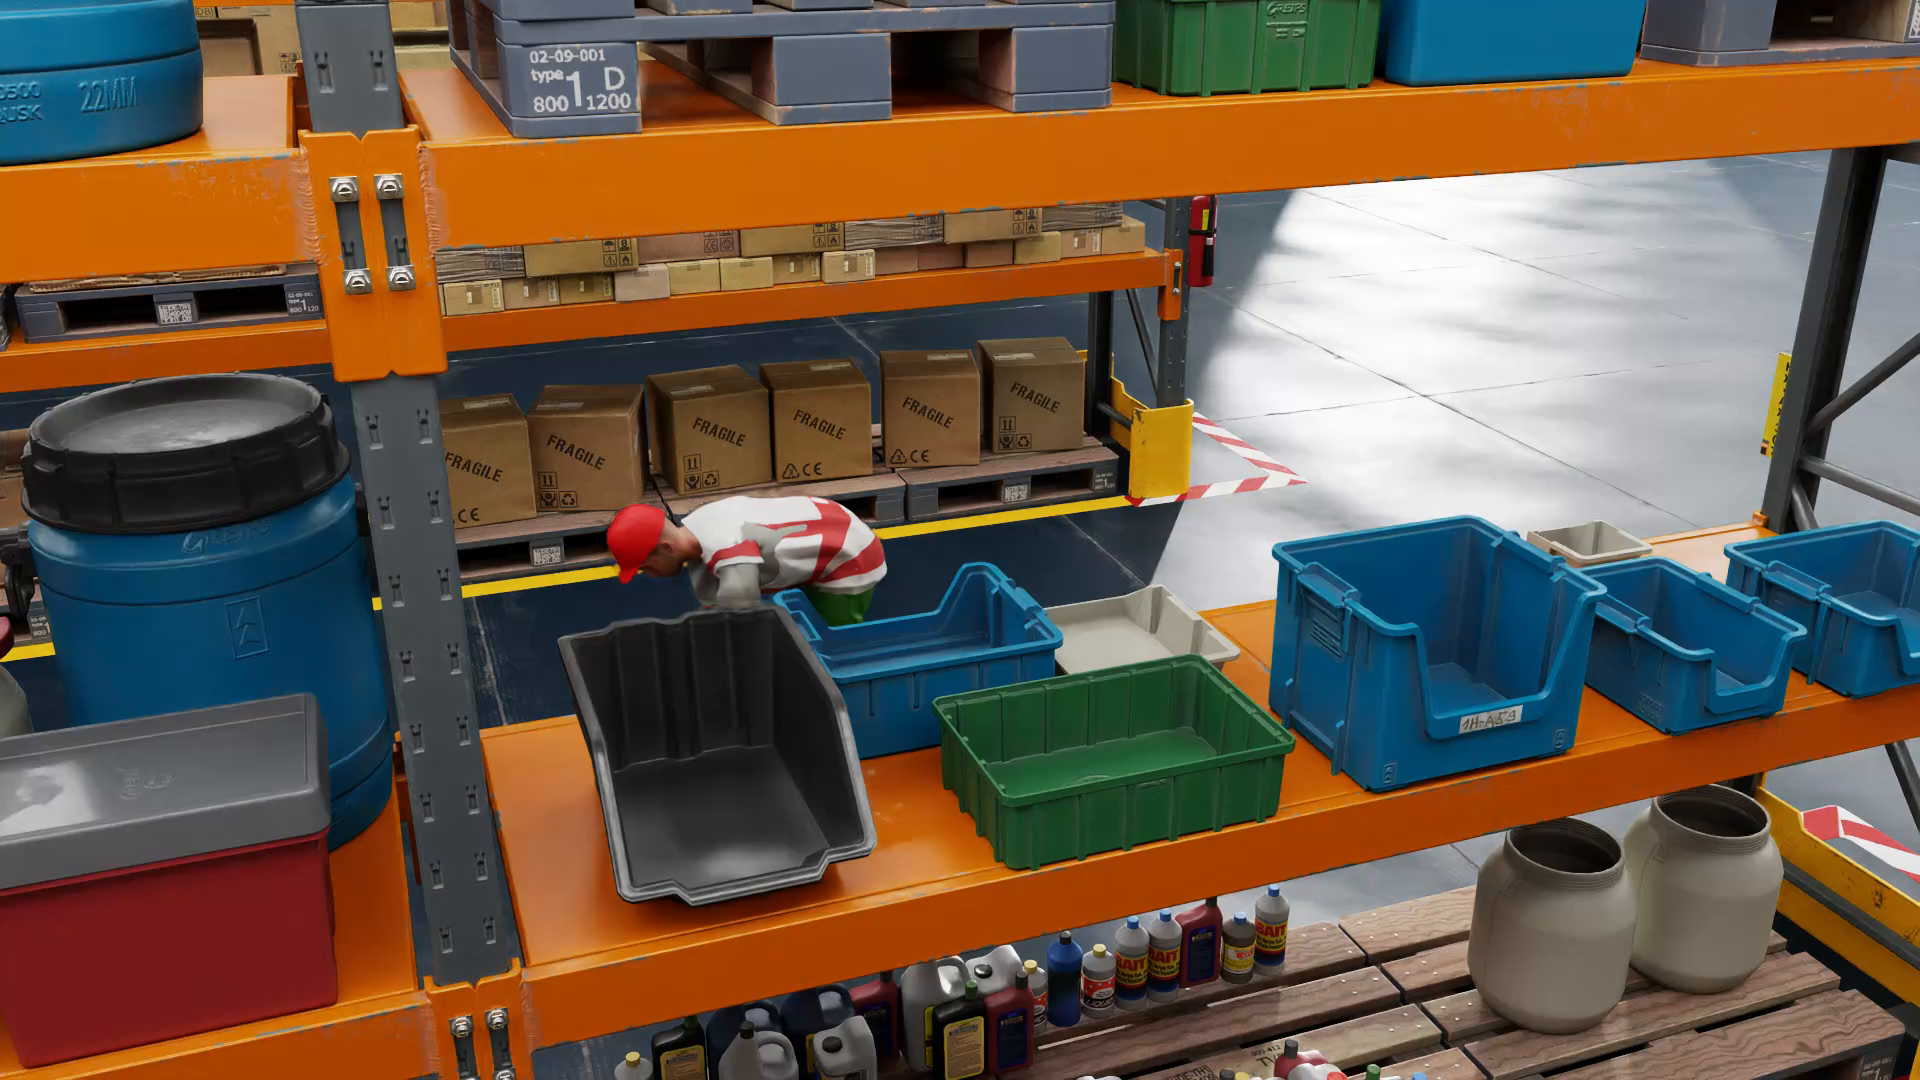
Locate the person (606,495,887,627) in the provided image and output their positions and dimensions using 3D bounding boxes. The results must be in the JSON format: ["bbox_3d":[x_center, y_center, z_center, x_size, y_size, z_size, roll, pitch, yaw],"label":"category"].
[{"bbox_3d":[-0.725,0.398,5.837,0.949,1.218,0.489,-9,24,-21],"label":"person"}]
